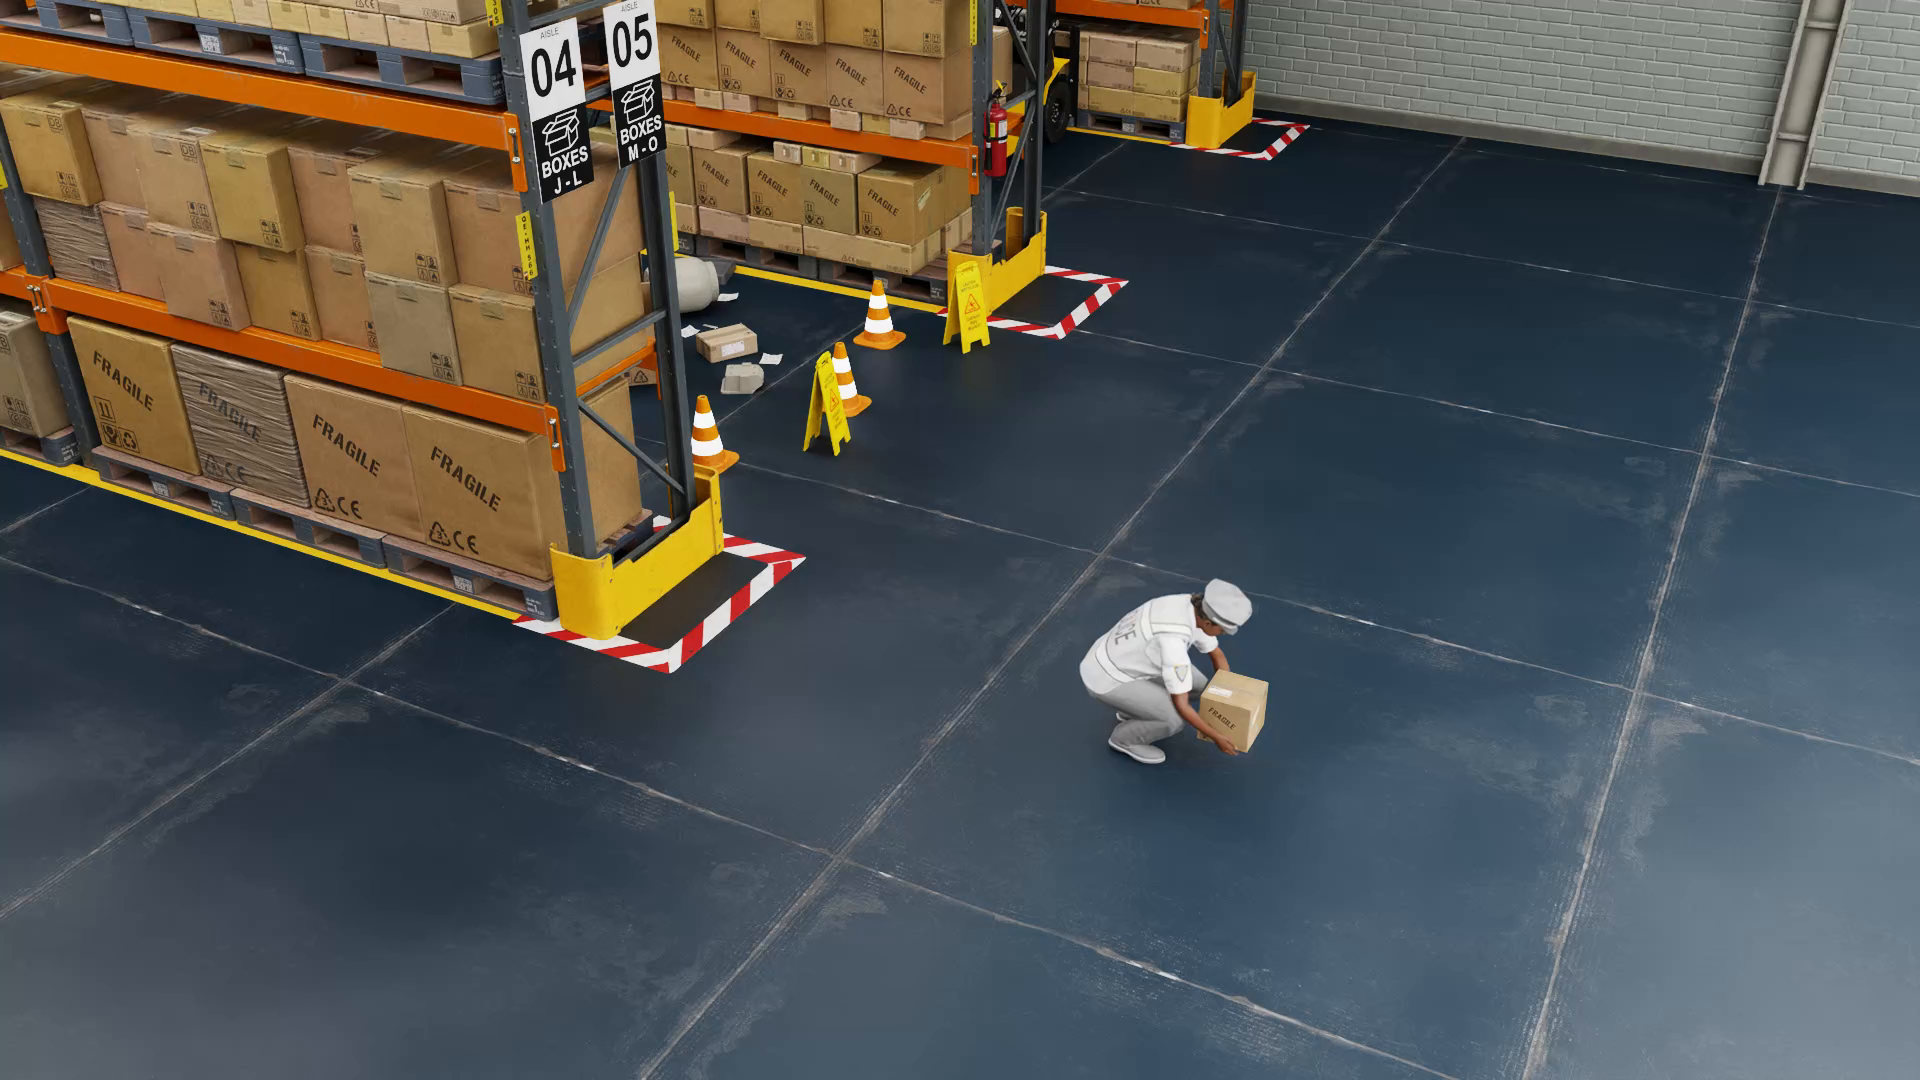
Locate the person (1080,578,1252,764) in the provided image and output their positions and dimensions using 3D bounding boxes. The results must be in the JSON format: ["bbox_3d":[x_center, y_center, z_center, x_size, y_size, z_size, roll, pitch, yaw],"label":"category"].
[{"bbox_3d":[0.995,0.609,7.961,0.832,0.952,0.512,14,33,23],"label":"person"}]
